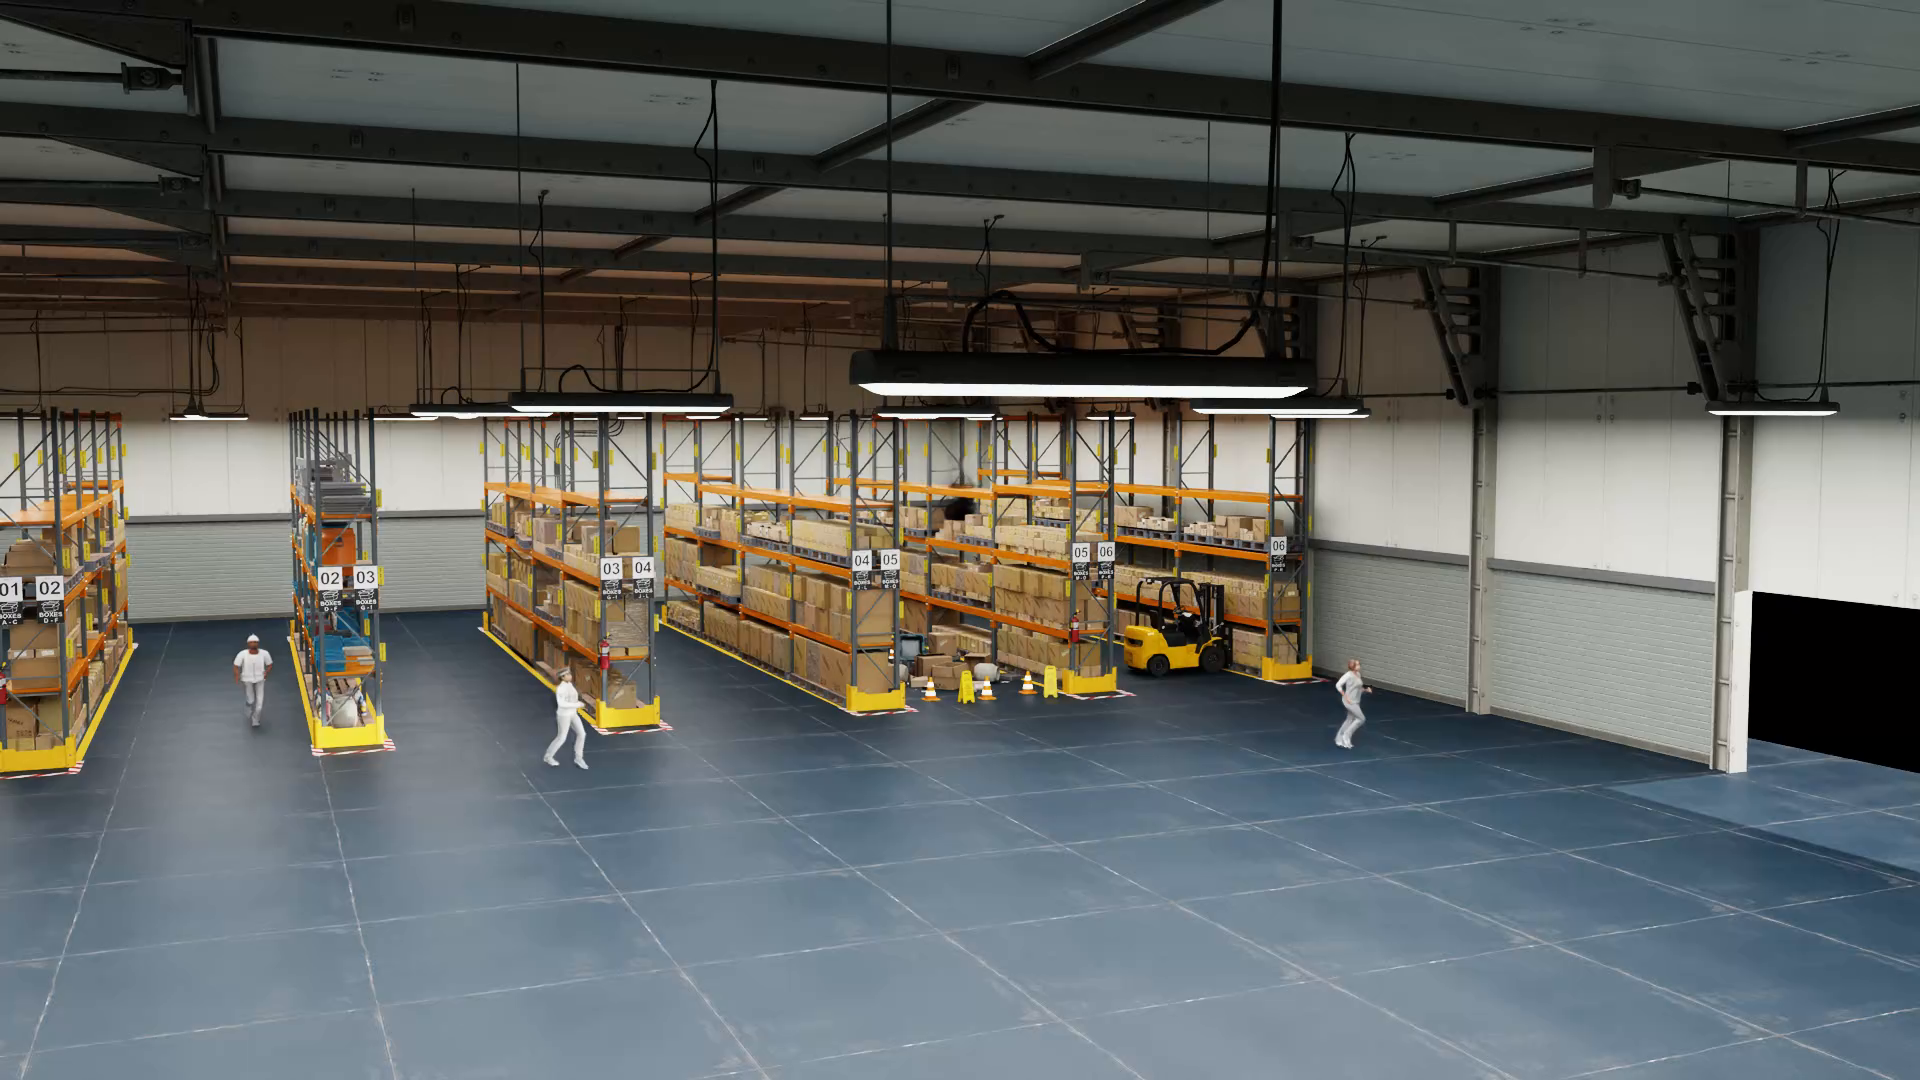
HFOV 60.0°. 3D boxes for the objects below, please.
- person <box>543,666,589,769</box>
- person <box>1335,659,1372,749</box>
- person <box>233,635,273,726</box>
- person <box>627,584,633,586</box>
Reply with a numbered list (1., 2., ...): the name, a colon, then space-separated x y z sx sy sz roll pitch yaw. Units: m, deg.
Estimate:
1. person: -6.558 2.953 27.620 0.751 1.744 0.616 1 4 13
2. person: 6.934 2.878 29.287 0.631 1.578 0.512 3 5 32
3. person: -13.365 2.660 31.490 0.701 1.716 0.587 -2 5 -28
4. person: -9.715 1.575 47.937 0.625 1.615 0.537 4 5 42
